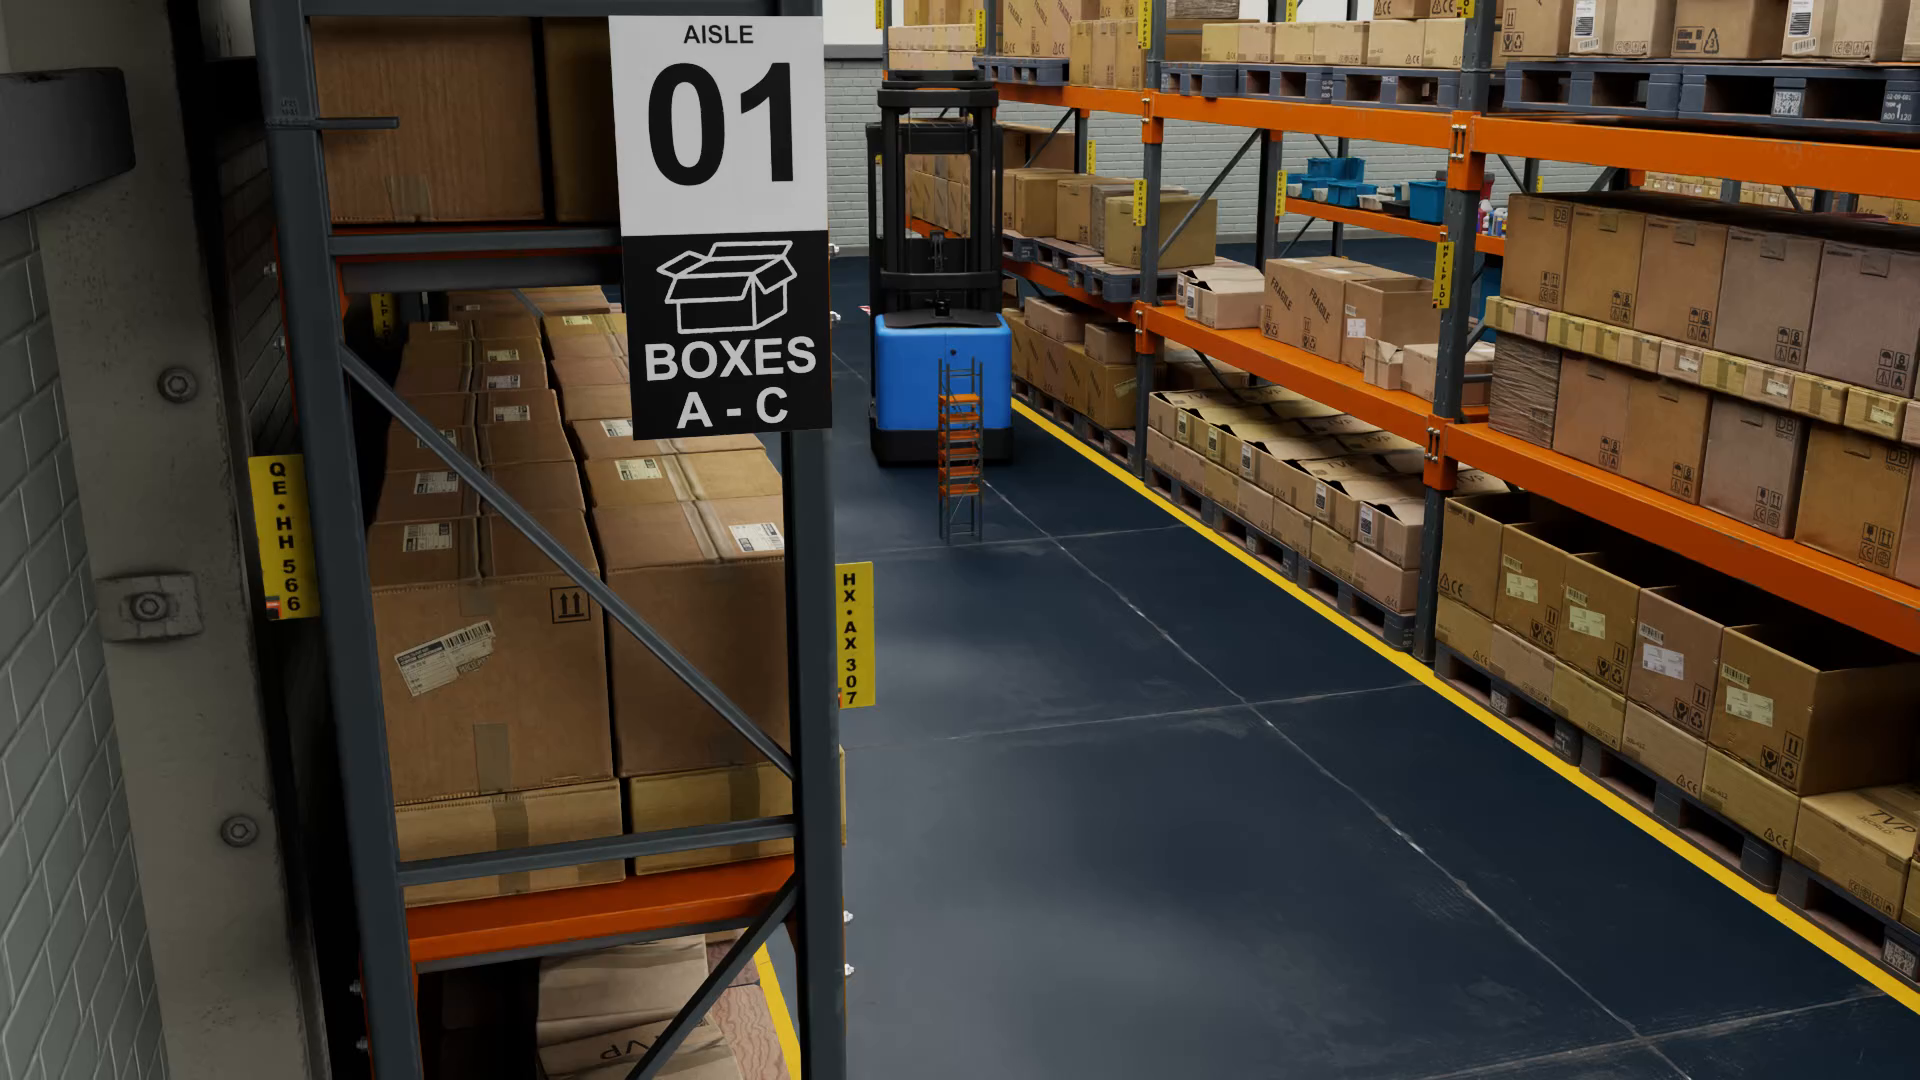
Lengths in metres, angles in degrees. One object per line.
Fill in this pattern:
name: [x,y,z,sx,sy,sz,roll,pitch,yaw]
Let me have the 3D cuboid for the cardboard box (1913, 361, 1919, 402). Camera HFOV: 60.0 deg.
cardboard box: [3.728,-0.688,5.601,0.700,0.500,0.500,-5,17,-17]

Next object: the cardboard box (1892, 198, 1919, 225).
cardboard box: [10.261,-3.593,17.525,0.500,0.500,0.500,-5,17,-15]

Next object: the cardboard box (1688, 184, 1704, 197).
cardboard box: [9.273,-4.337,20.614,0.380,0.149,0.250,-5,17,-16]

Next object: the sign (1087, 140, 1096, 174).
sign: [1.243,-3.648,15.870,0.100,0.325,0.005,-5,17,-15]

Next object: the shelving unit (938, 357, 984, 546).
shelving unit: [0.004,-0.571,10.766,0.258,1.200,0.189,-5,17,-15]

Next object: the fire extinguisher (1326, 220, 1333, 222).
fire extinguisher: [4.770,-4.408,21.194,0.296,0.674,0.183,-5,17,-15]

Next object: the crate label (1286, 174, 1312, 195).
crate label: [4.126,-4.400,20.573,0.416,0.233,0.303,-5,17,-15]

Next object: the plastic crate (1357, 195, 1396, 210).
plastic crate: [4.706,-3.800,18.741,0.293,0.136,0.466,-5,17,-15]

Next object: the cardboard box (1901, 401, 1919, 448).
cardboard box: [3.509,-0.391,5.740,0.380,0.149,0.250,-4,17,-15]

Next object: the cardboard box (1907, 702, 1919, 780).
cardboard box: [3.786,0.586,6.534,0.500,0.500,0.500,-5,17,-15]

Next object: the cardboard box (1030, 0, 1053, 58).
cardboard box: [0.983,-4.454,14.274,0.600,0.600,0.600,-5,17,-16]

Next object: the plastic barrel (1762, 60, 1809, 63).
plastic barrel: [6.364,-3.713,12.690,0.421,0.512,0.421,0,17,0]

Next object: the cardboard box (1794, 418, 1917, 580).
cardboard box: [3.612,-0.190,6.197,0.700,0.500,0.500,-5,17,-15]

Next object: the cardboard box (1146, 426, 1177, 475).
cardboard box: [1.671,-0.658,11.980,0.500,0.250,0.500,-5,17,-15]

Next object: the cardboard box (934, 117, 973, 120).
cardboard box: [-0.002,-4.581,19.075,0.500,0.500,0.500,-5,17,-16]

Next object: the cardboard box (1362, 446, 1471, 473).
cardboard box: [2.759,-0.405,10.160,0.500,0.311,0.500,-5,18,-17]

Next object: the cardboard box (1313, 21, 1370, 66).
cardboard box: [2.442,-2.935,9.827,0.500,0.250,0.500,-6,18,-20]

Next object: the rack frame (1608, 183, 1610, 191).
rack frame: [9.137,-4.937,22.175,1.000,3.000,0.127,-5,17,-15]

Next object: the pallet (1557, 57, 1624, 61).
pallet: [6.098,-4.263,15.044,1.003,0.211,1.213,-5,17,-15]

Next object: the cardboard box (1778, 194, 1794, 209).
cardboard box: [9.696,-3.911,19.195,0.380,0.149,0.250,-5,17,-16]

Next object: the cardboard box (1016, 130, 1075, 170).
cardboard box: [0.851,-3.728,16.237,0.500,0.500,0.500,-4,17,-14]

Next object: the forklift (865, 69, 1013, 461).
forklift: [-0.216,-2.381,13.785,1.130,2.935,3.031,-1,17,-4]

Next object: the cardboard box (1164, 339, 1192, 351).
cardboard box: [1.677,-1.388,13.939,0.500,0.500,0.500,-5,17,-16]

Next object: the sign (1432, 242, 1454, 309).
sign: [2.390,-1.307,8.214,0.100,0.325,0.005,-5,17,-15]

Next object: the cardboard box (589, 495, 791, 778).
cardboard box: [-0.596,0.211,3.960,0.500,0.500,0.500,-5,17,-15]

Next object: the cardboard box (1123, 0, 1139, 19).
cardboard box: [1.556,-4.168,12.487,0.500,0.500,0.500,-5,17,-15]

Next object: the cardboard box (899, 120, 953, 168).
cardboard box: [-0.370,-4.394,18.455,0.500,0.500,0.500,-5,17,-15]

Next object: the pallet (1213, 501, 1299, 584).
pallet: [2.330,-0.039,10.716,1.003,0.211,1.213,-5,17,-15]

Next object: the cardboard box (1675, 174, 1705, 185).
cardboard box: [9.293,-4.571,20.700,0.500,0.250,0.500,-5,18,-17]

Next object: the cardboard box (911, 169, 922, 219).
cardboard box: [-0.238,-3.778,18.142,0.500,0.500,0.500,-5,17,-15]

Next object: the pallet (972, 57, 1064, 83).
pallet: [0.822,-4.209,14.864,1.213,0.211,1.003,-5,17,-15]

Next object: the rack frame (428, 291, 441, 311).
rack frame: [-2.952,-1.550,10.897,1.000,3.000,0.127,-5,17,-15]

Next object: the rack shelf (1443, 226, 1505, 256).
rack shelf: [6.024,-2.542,15.450,1.077,0.370,4.000,-5,17,-15]

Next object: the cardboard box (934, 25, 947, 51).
cardboard box: [0.046,-5.043,16.704,0.500,0.250,0.500,-5,17,-15]

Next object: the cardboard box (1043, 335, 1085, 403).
cardboard box: [1.035,-1.484,14.258,0.500,0.500,0.500,-5,18,-17]

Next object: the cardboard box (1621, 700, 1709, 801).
cardboard box: [3.153,0.847,6.967,0.500,0.250,0.500,-5,17,-15]

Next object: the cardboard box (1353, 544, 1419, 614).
cardboard box: [2.516,0.188,9.161,0.500,0.250,0.500,-5,17,-16]

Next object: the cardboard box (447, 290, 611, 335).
cardboard box: [-1.960,-0.845,7.613,0.700,0.500,0.500,-5,17,-15]

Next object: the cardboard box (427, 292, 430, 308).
cardboard box: [-3.336,-1.859,11.202,0.500,0.500,0.500,-5,17,-15]

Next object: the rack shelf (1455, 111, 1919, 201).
rack shelf: [3.459,-1.375,6.351,1.077,0.370,4.000,-5,17,-15]

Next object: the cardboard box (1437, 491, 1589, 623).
cardboard box: [2.735,0.074,8.239,0.500,0.500,0.500,-5,17,-15]

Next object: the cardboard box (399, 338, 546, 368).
cardboard box: [-1.786,-0.450,6.159,0.500,0.500,0.500,-5,17,-16]

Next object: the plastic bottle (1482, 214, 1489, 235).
plastic bottle: [5.250,-3.142,16.542,0.097,0.201,0.097,0,17,0]

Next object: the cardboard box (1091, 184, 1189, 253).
cardboard box: [1.460,-2.625,13.572,0.700,0.500,0.500,-1,17,-5]

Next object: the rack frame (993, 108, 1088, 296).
rack frame: [0.710,-3.049,15.887,1.000,3.000,0.127,-5,17,-15]

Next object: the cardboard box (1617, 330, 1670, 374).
cardboard box: [3.078,-0.822,7.174,0.380,0.149,0.250,-5,18,-17]

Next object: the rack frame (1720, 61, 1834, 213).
rack frame: [6.573,-2.333,13.504,1.000,3.000,0.127,-5,17,-15]

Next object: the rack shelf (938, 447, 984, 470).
rack shelf: [0.004,-0.528,10.779,0.258,0.103,0.180,-5,17,-15]

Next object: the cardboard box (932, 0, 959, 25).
cardboard box: [0.112,-5.557,17.112,0.700,0.500,0.500,-5,17,-15]

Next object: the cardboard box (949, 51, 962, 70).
cardboard box: [0.194,-4.666,16.318,0.500,0.250,0.500,-5,17,-15]

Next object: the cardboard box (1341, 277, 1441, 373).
cardboard box: [2.569,-1.243,9.703,0.500,0.500,0.500,-3,17,-11]

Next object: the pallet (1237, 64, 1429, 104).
pallet: [2.392,-2.799,10.169,1.003,0.211,1.213,-4,17,-13]

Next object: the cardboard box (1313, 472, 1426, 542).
cardboard box: [2.373,-0.221,9.550,0.500,0.311,0.500,-4,17,-14]

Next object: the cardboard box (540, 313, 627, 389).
cardboard box: [-1.426,-0.634,6.770,0.500,0.500,0.500,-5,17,-15]
